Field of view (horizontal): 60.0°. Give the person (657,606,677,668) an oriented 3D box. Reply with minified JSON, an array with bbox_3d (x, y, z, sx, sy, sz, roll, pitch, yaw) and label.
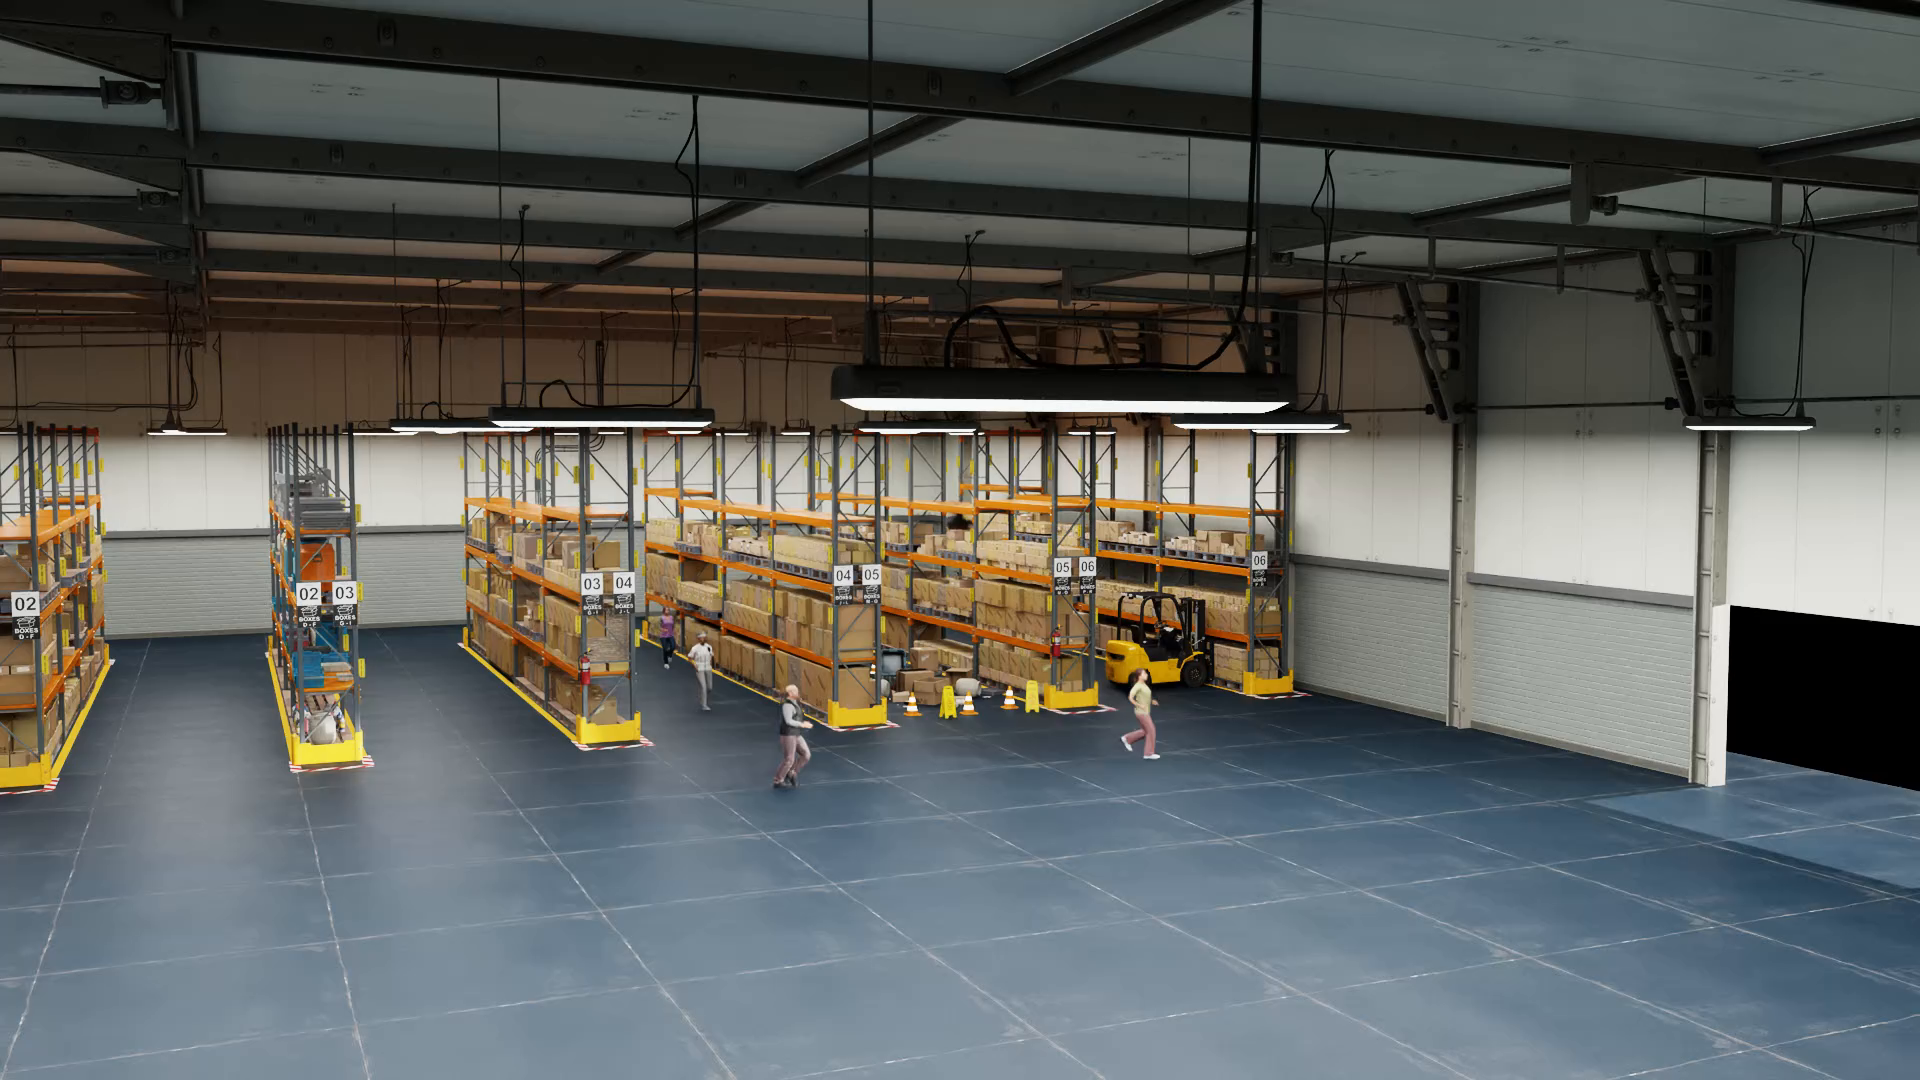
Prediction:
[{"bbox_3d":[-7.259,2.428,41.350,0.526,1.541,0.533,-2,4,-25],"label":"person"}]

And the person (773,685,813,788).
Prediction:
[{"bbox_3d":[-2.708,3.221,27.110,0.692,1.742,0.685,1,4,9],"label":"person"}]

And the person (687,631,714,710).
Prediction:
[{"bbox_3d":[-5.463,2.744,35.173,0.581,1.655,0.700,-2,4,-32],"label":"person"}]

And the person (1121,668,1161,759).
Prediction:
[{"bbox_3d":[3.223,3.089,29.712,0.753,1.628,0.586,1,4,23],"label":"person"}]
